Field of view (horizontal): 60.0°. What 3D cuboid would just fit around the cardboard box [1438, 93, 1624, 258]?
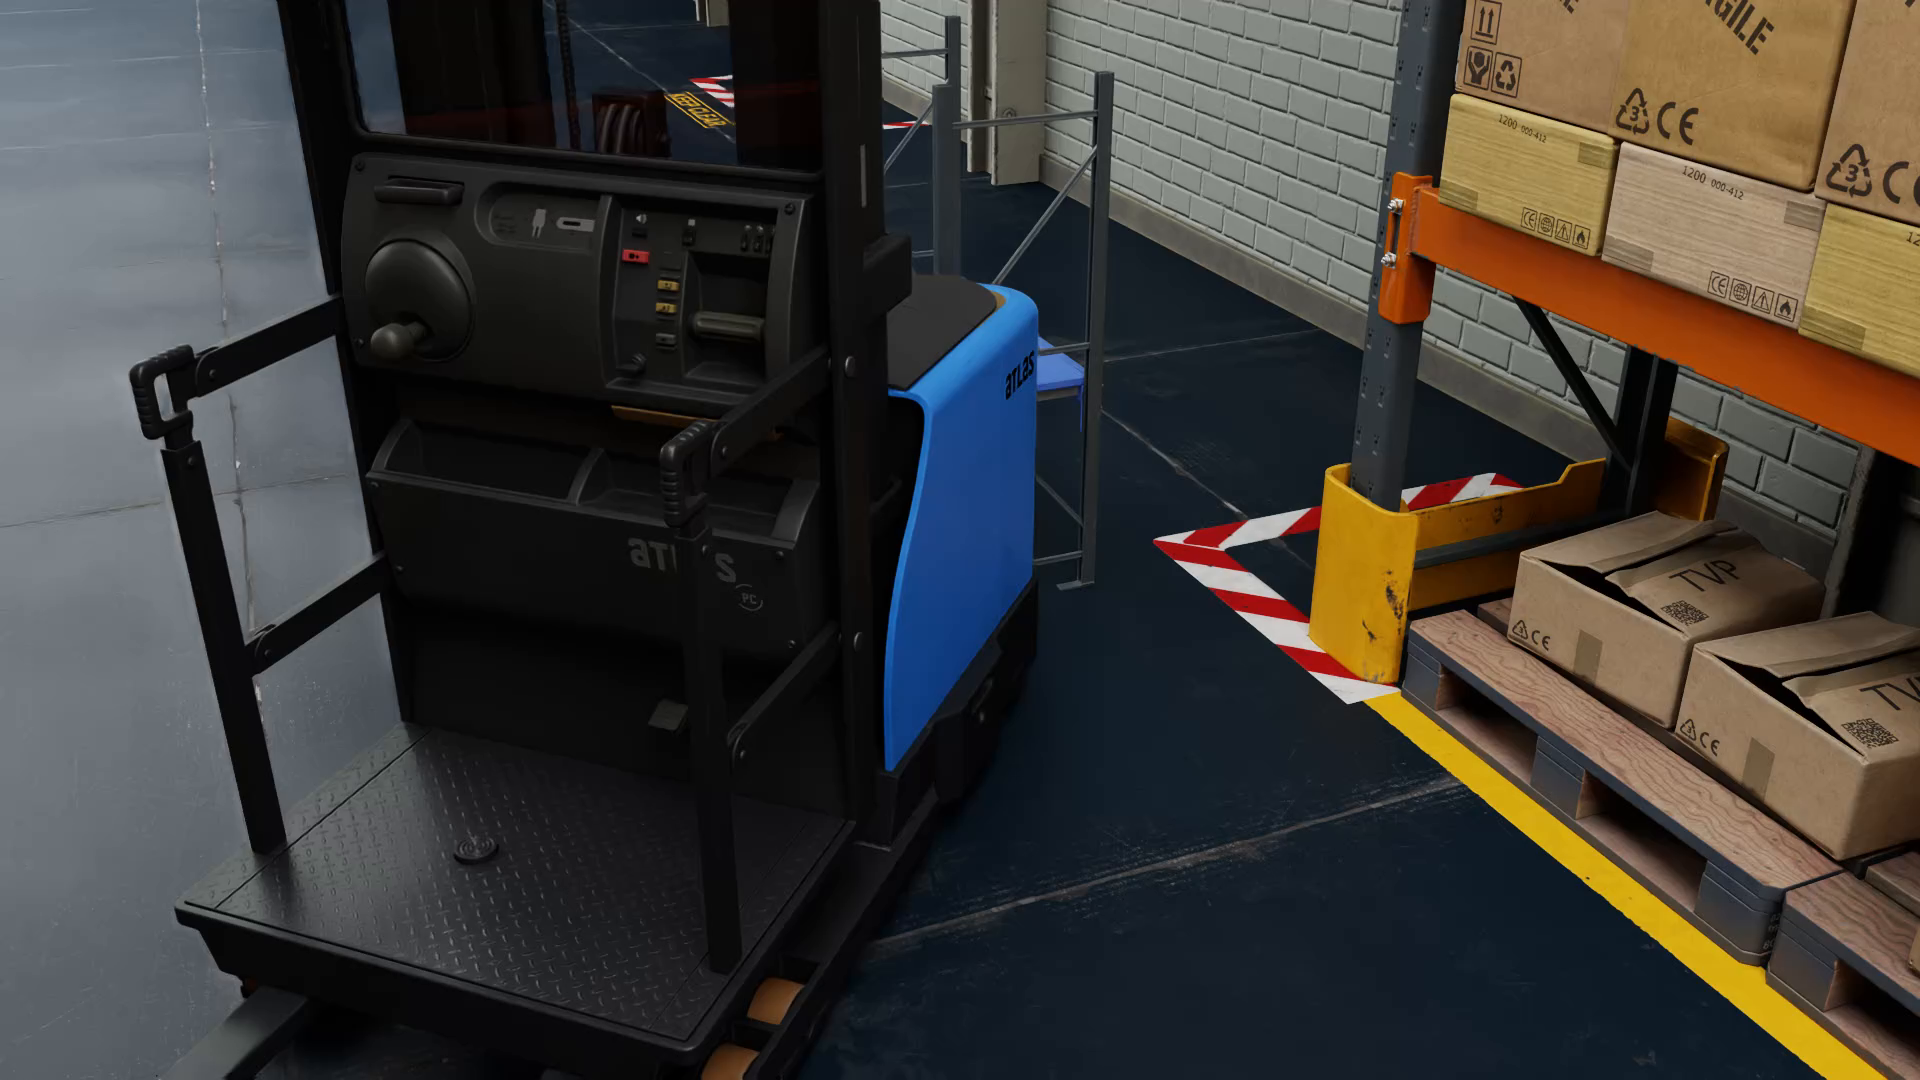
[{"bbox_3d":[1.438,-0.842,3.705,0.500,0.250,0.500,-11,28,-22],"label":"cardboard box"}]

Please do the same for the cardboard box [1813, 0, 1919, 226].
[{"bbox_3d":[1.830,-0.776,2.713,0.500,0.500,0.500,-12,28,-22],"label":"cardboard box"}]

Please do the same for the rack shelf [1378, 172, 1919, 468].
[{"bbox_3d":[2.322,-0.022,2.696,1.077,0.370,4.000,-11,28,-21],"label":"rack shelf"}]

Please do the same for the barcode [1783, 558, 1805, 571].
[{"bbox_3d":[2.102,0.087,4.205,0.001,0.075,0.075,-11,28,-21],"label":"barcode"}]

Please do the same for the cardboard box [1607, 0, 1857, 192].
[{"bbox_3d":[1.634,-0.985,3.143,0.500,0.500,0.500,-10,28,-20],"label":"cardboard box"}]

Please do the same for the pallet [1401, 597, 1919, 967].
[{"bbox_3d":[1.854,0.465,4.056,1.003,0.211,1.213,-11,28,-21],"label":"pallet"}]

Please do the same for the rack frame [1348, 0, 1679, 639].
[{"bbox_3d":[1.539,-1.152,4.191,1.000,3.000,0.127,-11,28,-21],"label":"rack frame"}]

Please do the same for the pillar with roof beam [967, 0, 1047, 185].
[{"bbox_3d":[-3.702,-5.397,6.047,9.100,9.000,0.400,-11,28,-21],"label":"pillar with roof beam"}]

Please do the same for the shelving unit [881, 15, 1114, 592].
[{"bbox_3d":[-0.033,-0.708,4.991,0.538,1.500,1.048,-11,28,-21],"label":"shelving unit"}]

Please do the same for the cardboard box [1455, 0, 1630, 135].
[{"bbox_3d":[1.449,-1.187,3.555,0.500,0.500,0.500,-11,28,-21],"label":"cardboard box"}]

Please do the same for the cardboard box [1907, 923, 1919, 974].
[{"bbox_3d":[2.192,0.603,2.944,0.700,0.500,0.500,-12,29,-24],"label":"cardboard box"}]

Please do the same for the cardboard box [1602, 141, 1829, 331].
[{"bbox_3d":[1.654,-0.635,3.280,0.500,0.250,0.500,-11,28,-22],"label":"cardboard box"}]

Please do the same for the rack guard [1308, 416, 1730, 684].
[{"bbox_3d":[1.569,0.002,4.677,1.175,0.500,0.348,-11,28,-21],"label":"rack guard"}]

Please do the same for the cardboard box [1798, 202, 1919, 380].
[{"bbox_3d":[1.848,-0.429,2.857,0.500,0.250,0.500,-11,28,-21],"label":"cardboard box"}]

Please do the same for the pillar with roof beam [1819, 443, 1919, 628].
[{"bbox_3d":[-1.352,-2.975,1.086,9.100,9.000,0.400,-11,28,-21],"label":"pillar with roof beam"}]

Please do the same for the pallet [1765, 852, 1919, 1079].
[{"bbox_3d":[2.328,0.957,3.049,1.003,0.211,1.213,-11,28,-21],"label":"pallet"}]

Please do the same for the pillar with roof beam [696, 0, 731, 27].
[{"bbox_3d":[-6.051,-7.819,11.008,9.100,9.000,0.400,-11,28,-21],"label":"pillar with roof beam"}]

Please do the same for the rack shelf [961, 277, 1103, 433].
[{"bbox_3d":[-0.033,-0.547,5.070,0.538,0.185,1.000,-11,28,-21],"label":"rack shelf"}]

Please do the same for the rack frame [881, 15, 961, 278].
[{"bbox_3d":[-0.232,-0.914,5.412,0.500,1.500,0.032,-11,28,-21],"label":"rack frame"}]

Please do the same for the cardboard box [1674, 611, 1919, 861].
[{"bbox_3d":[1.950,0.383,3.610,0.500,0.311,0.500,-8,27,-16],"label":"cardboard box"}]

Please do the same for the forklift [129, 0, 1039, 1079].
[{"bbox_3d":[-0.781,-0.436,2.802,1.130,2.935,3.031,9,27,18],"label":"forklift"}]

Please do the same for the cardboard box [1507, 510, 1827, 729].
[{"bbox_3d":[1.727,0.153,4.081,0.500,0.311,0.500,-14,29,-26],"label":"cardboard box"}]

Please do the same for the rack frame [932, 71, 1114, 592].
[{"bbox_3d":[0.166,-0.503,4.571,0.500,1.500,0.032,-11,28,-21],"label":"rack frame"}]
